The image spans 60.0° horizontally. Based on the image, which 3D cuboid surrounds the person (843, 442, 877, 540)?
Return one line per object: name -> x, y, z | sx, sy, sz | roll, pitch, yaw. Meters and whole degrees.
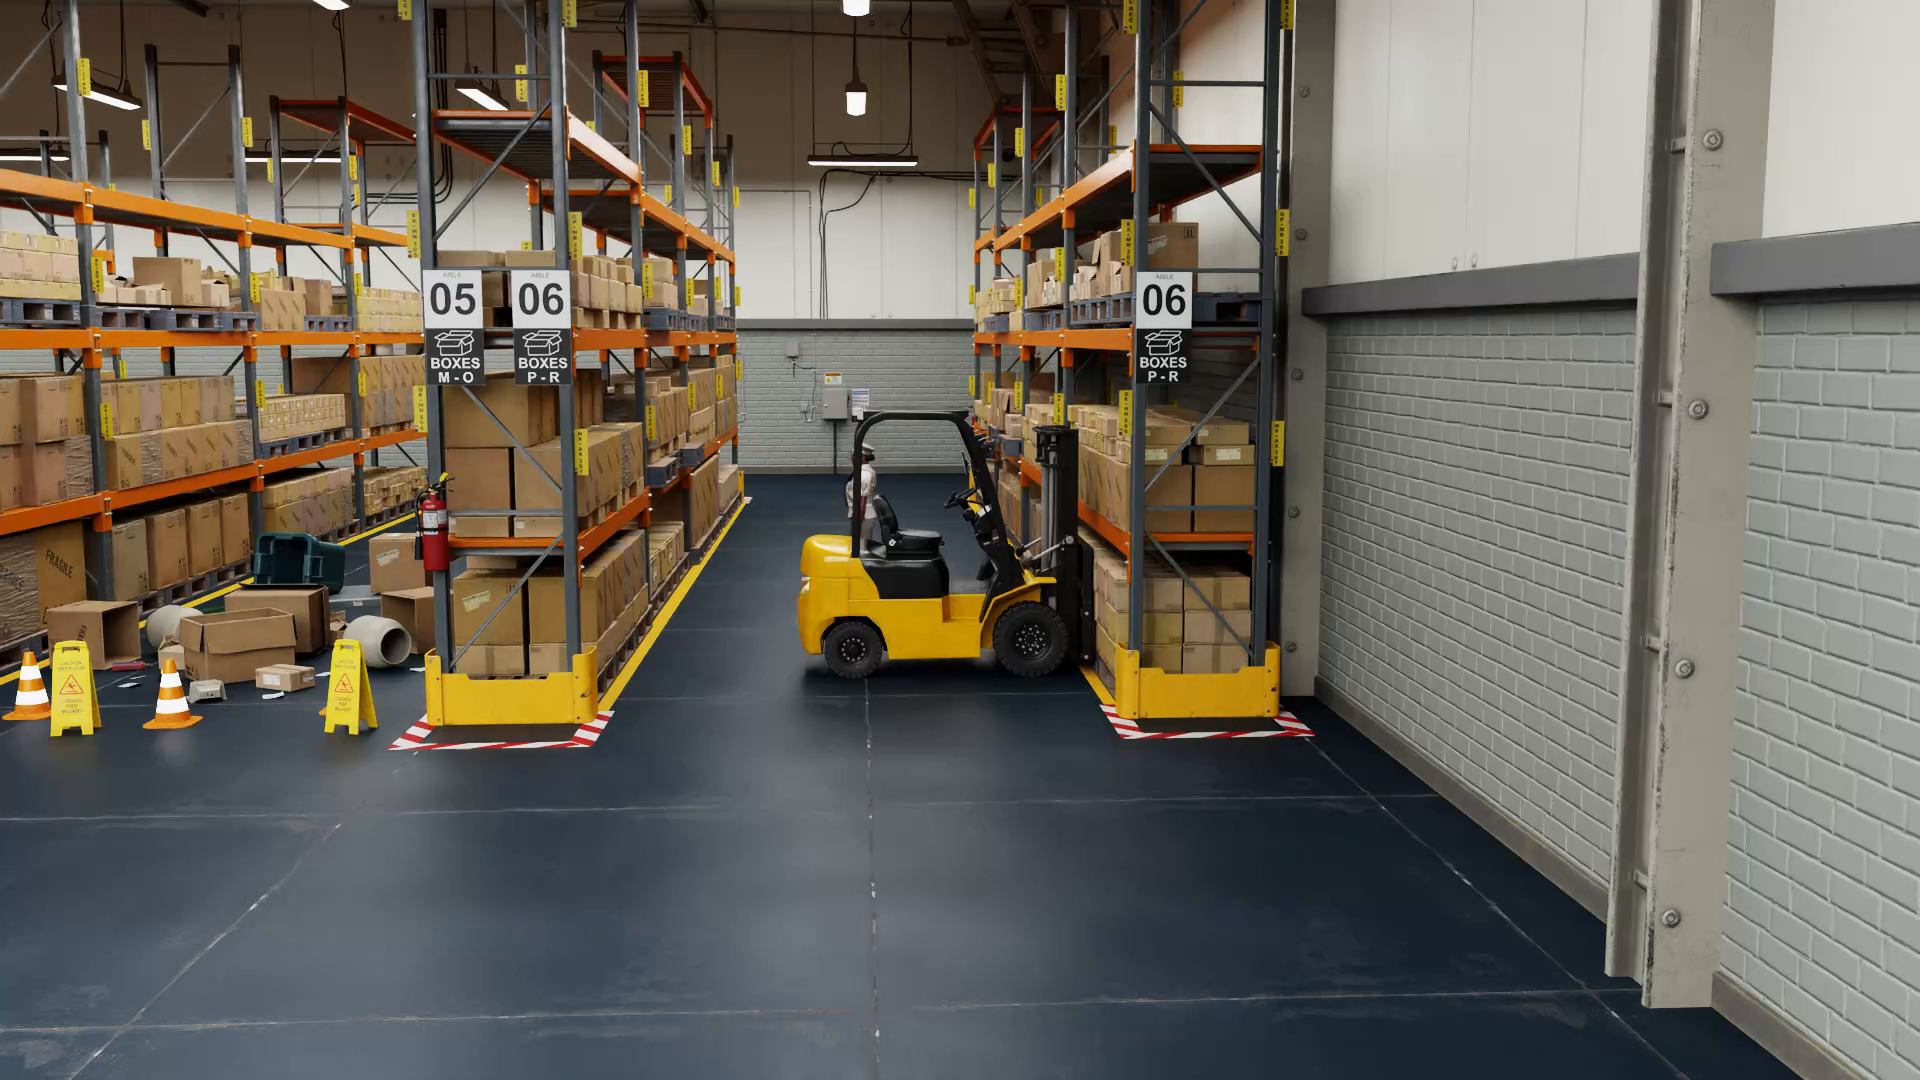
person -> -1.030, -0.167, 17.190 | 0.340, 1.706, 0.436 | 0, 7, -2
